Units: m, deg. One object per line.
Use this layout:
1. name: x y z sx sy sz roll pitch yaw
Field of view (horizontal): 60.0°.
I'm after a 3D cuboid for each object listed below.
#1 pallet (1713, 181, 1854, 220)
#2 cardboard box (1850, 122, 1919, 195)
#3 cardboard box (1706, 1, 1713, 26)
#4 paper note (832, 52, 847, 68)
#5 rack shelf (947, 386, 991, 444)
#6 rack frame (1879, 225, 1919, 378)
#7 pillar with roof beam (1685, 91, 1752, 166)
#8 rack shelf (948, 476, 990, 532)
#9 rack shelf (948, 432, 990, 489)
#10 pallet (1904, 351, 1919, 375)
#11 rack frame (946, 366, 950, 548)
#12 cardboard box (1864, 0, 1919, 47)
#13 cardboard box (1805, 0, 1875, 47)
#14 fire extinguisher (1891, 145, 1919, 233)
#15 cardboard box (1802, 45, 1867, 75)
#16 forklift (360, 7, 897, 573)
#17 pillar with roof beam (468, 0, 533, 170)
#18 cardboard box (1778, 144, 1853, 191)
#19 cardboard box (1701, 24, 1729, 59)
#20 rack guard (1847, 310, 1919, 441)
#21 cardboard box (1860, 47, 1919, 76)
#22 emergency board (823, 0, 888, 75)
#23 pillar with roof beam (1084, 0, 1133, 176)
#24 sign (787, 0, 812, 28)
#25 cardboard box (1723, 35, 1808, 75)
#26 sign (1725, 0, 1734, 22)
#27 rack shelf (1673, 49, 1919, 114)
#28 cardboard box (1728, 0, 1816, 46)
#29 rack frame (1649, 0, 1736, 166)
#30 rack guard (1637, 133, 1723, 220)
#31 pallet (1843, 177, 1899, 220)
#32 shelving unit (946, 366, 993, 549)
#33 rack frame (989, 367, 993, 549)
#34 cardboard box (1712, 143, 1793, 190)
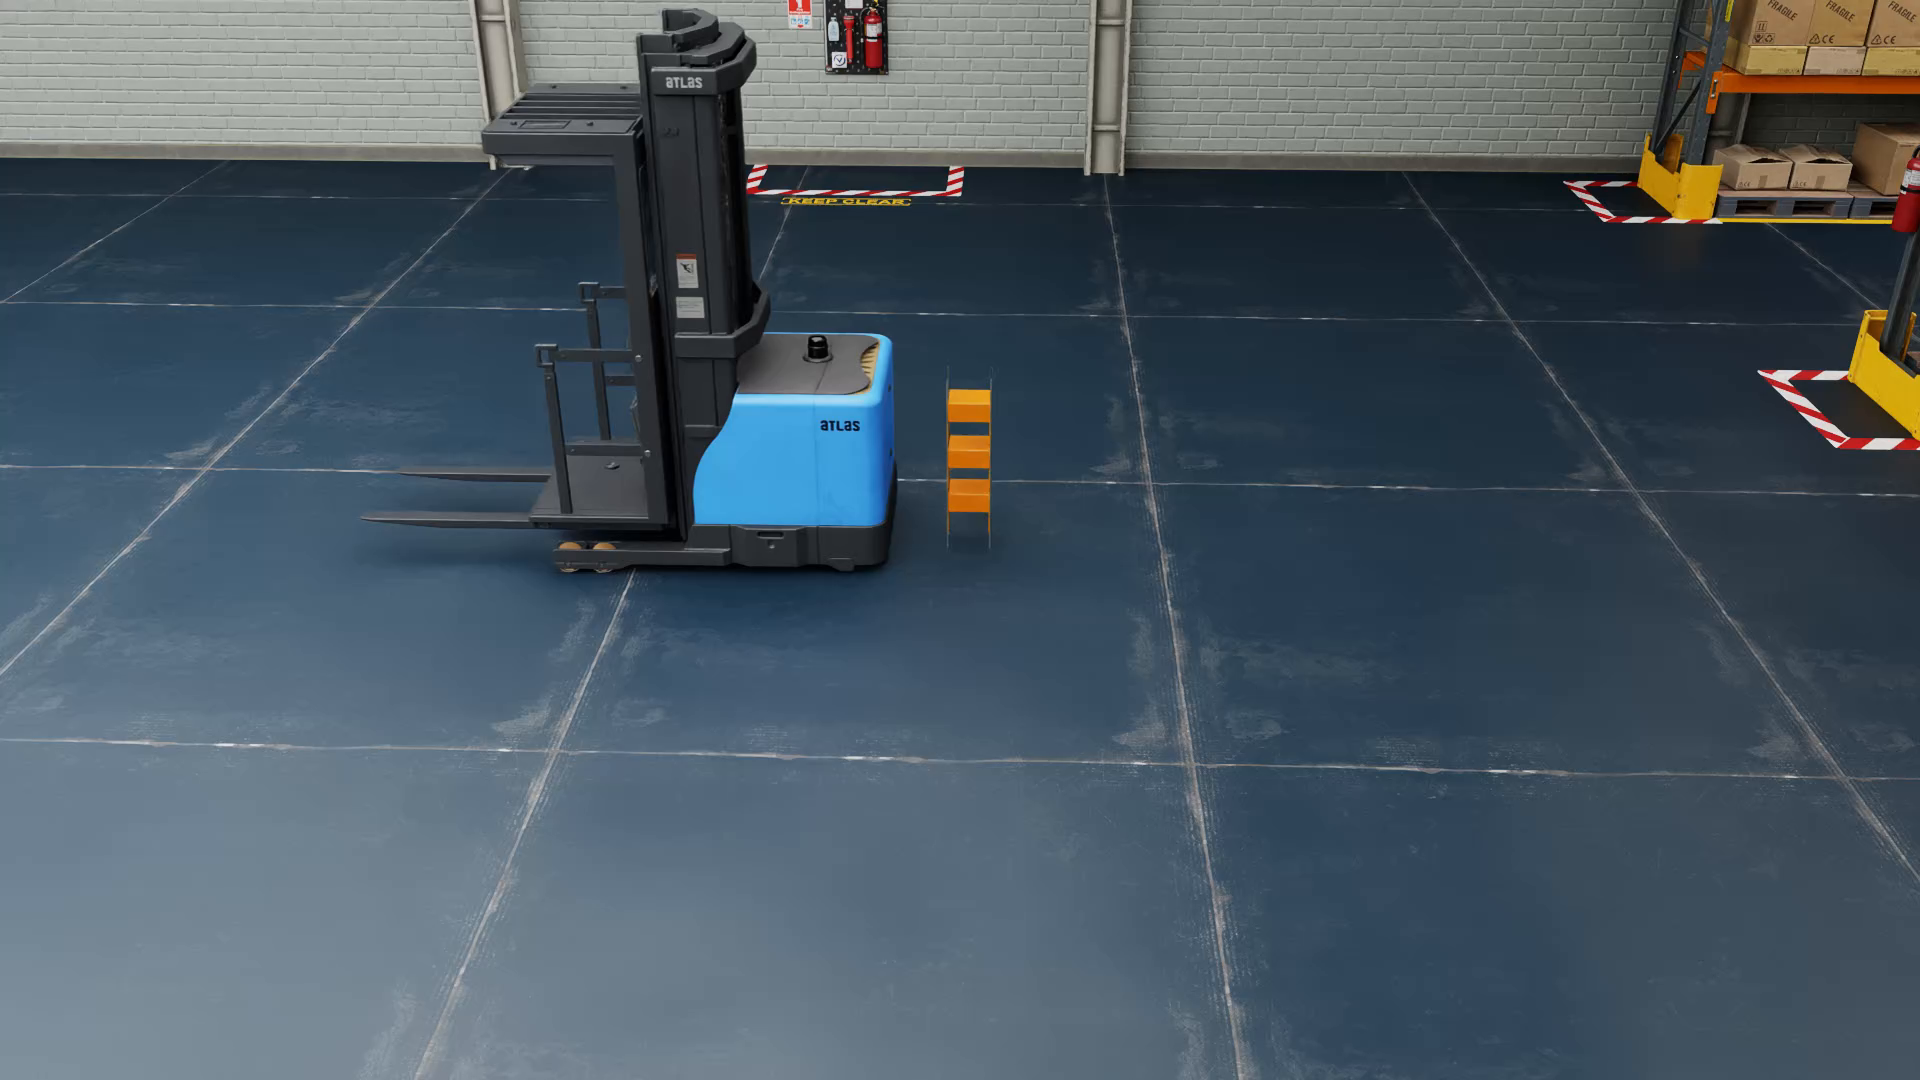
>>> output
1. pallet: 7.603 -3.287 15.726 1.213 0.211 1.003 1 28 2
2. cardboard box: 8.705 -3.542 15.429 0.500 0.500 0.700 -1 28 -1
3. cardboard box: 7.195 -4.916 15.160 0.500 0.500 0.500 1 28 1
4. paper note: -1.193 -4.748 16.445 0.142 0.148 0.016 1 28 2
5. rack shelf: 0.053 -0.704 9.374 0.240 0.259 0.215 1 28 2
6. rack frame: 6.545 -2.232 10.758 0.127 3.000 1.000 1 28 2
7. pillar with roof beam: 7.294 -5.580 10.668 0.400 9.000 9.100 1 28 2
8. rack shelf: 0.053 -0.208 9.638 0.240 0.259 0.215 1 28 2
9. rack shelf: 0.053 -0.454 9.507 0.240 0.259 0.215 1 28 2
10. pallet: 7.311 -1.007 11.424 1.213 0.211 1.003 1 28 2
11. rack frame: -0.068 -0.465 9.506 0.008 1.050 0.200 1 28 2
12. cardboard box: 8.192 -4.652 14.661 0.500 0.500 0.500 0 28 0
13. cardboard box: 7.676 -4.663 14.682 0.500 0.500 0.500 1 28 2
14. fire extinguisher: 6.443 -2.417 11.190 0.183 0.674 0.296 1 28 2
15. cardboard box: 7.712 -4.335 14.863 0.500 0.250 0.500 0 28 0
16. forklift: -1.910 -1.356 9.179 3.031 2.935 1.130 1 28 2
17. pillar with roof beam: -4.698 -5.778 11.042 0.400 9.000 9.100 1 28 2
18. cardboard box: 7.974 -3.494 15.540 0.500 0.311 0.500 3 28 6
19. cardboard box: 7.190 -4.576 15.319 0.500 0.250 0.500 1 28 3
20. rack guard: 6.521 -1.128 11.344 0.348 0.500 1.175 1 28 2
21. cardboard box: 8.221 -4.323 14.842 0.500 0.250 0.500 1 28 1
22. emergency board: -1.018 -5.102 16.172 0.643 1.169 0.194 1 28 2
23. pillar with roof beam: 1.298 -5.679 10.855 0.400 9.000 9.100 1 28 2
24. sign: -1.567 -5.175 16.272 0.234 0.329 0.001 1 28 2
25. cardboard box: 7.192 -4.337 14.867 0.500 0.250 0.500 0 28 0
26. sign: 6.697 -4.679 14.450 0.005 0.325 0.100 1 28 2
27. rack shelf: 8.715 -4.200 15.238 4.000 0.370 1.077 1 28 2
28. cardboard box: 7.182 -4.676 14.706 0.500 0.500 0.500 1 28 2
29. rack frame: 6.716 -4.551 15.132 0.127 3.000 1.000 1 28 2
30. rack guard: 6.792 -3.445 15.715 0.348 0.500 1.175 1 28 2
31. pallet: 8.819 -3.266 15.686 1.213 0.211 1.003 1 28 2
32. shelving unit: 0.053 -0.463 9.502 0.252 1.050 0.215 1 28 2
33. rack frame: 0.175 -0.461 9.499 0.008 1.050 0.200 1 28 2
34. cardboard box: 7.404 -3.504 15.558 0.500 0.311 0.500 -2 28 -4
